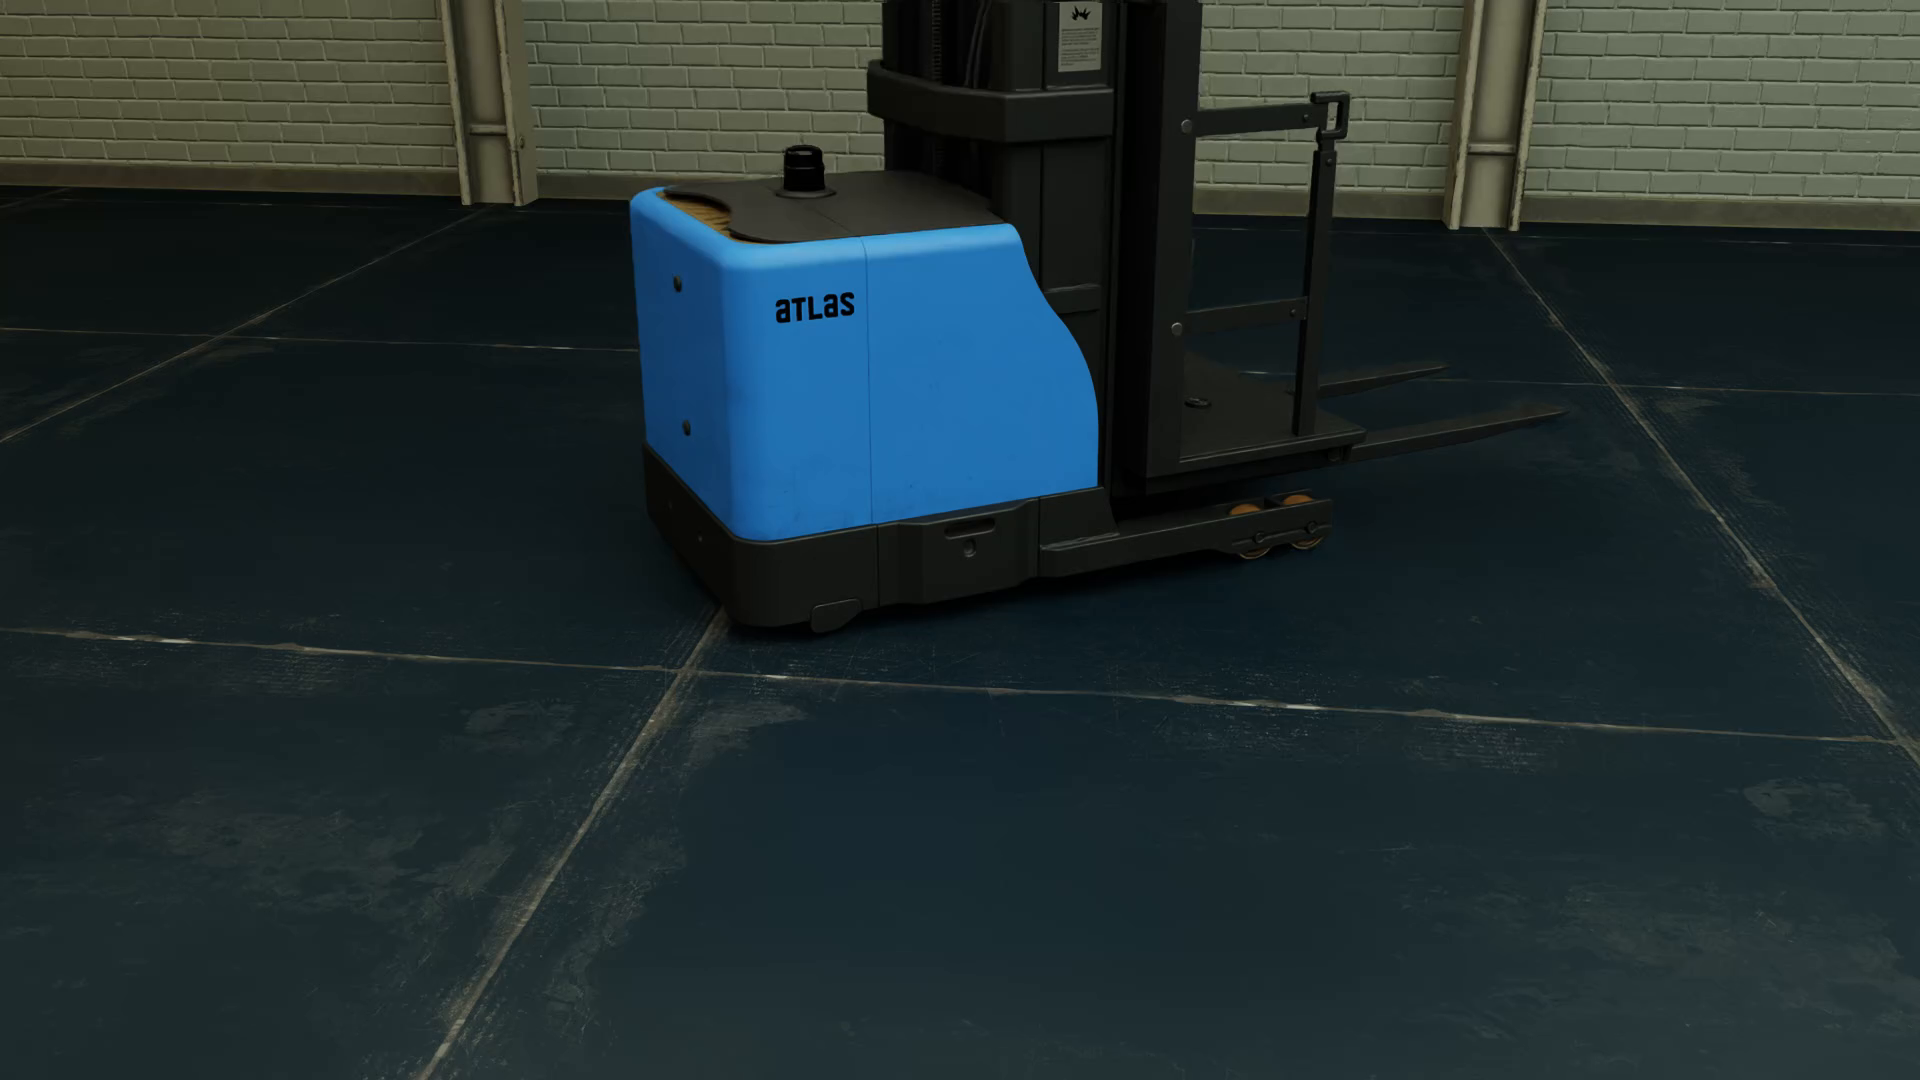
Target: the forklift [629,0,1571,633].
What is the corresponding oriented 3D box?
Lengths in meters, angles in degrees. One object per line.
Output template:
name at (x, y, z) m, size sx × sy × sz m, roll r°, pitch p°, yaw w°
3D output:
forklift at (0.580, -1.467, 4.897) m, size 3.031 × 2.935 × 1.130 m, roll -10°, pitch 24°, yaw -23°
